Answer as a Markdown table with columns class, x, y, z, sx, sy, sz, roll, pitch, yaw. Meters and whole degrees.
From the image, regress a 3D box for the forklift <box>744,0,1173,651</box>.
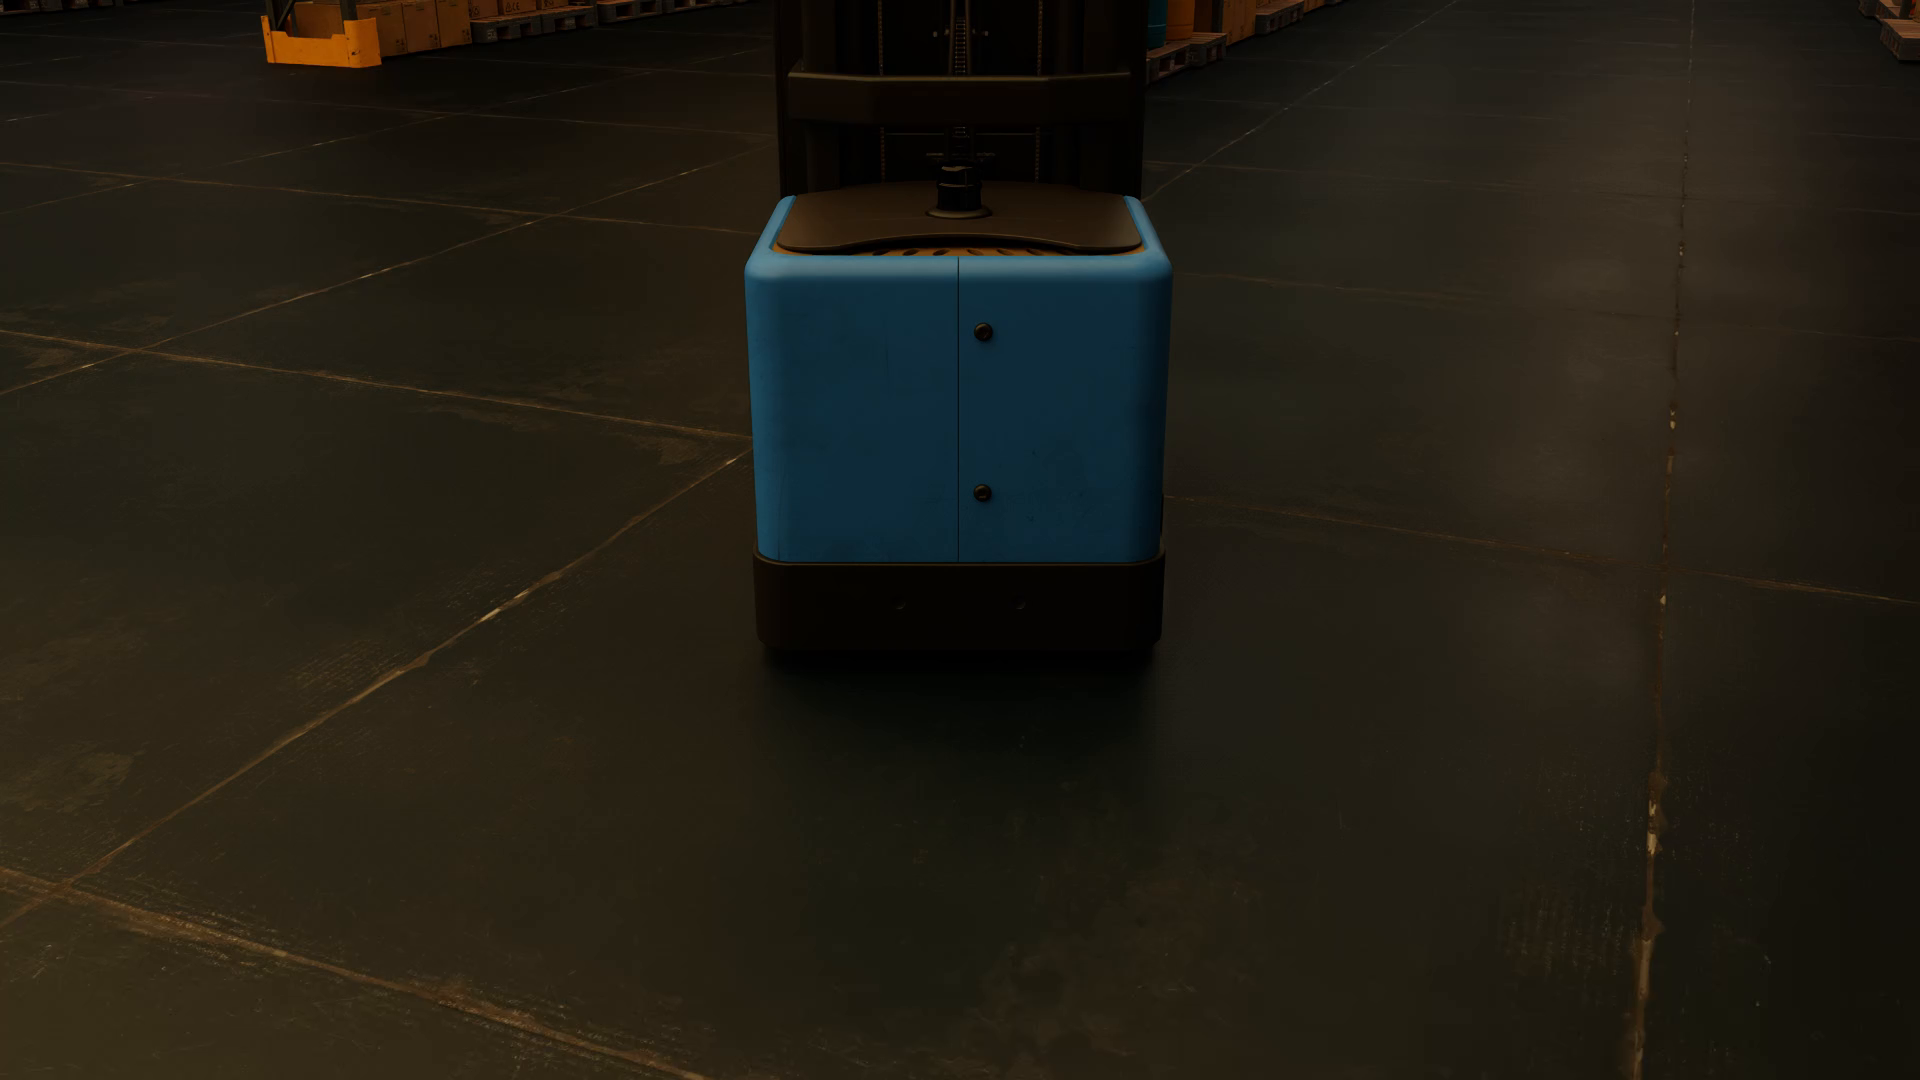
| class | x | y | z | sx | sy | sz | roll | pitch | yaw |
| --- | --- | --- | --- | --- | --- | --- | --- | --- | --- |
| forklift | 0.002 | -1.587 | 5.089 | 1.130 | 2.935 | 3.031 | 0 | 23 | 0 |
